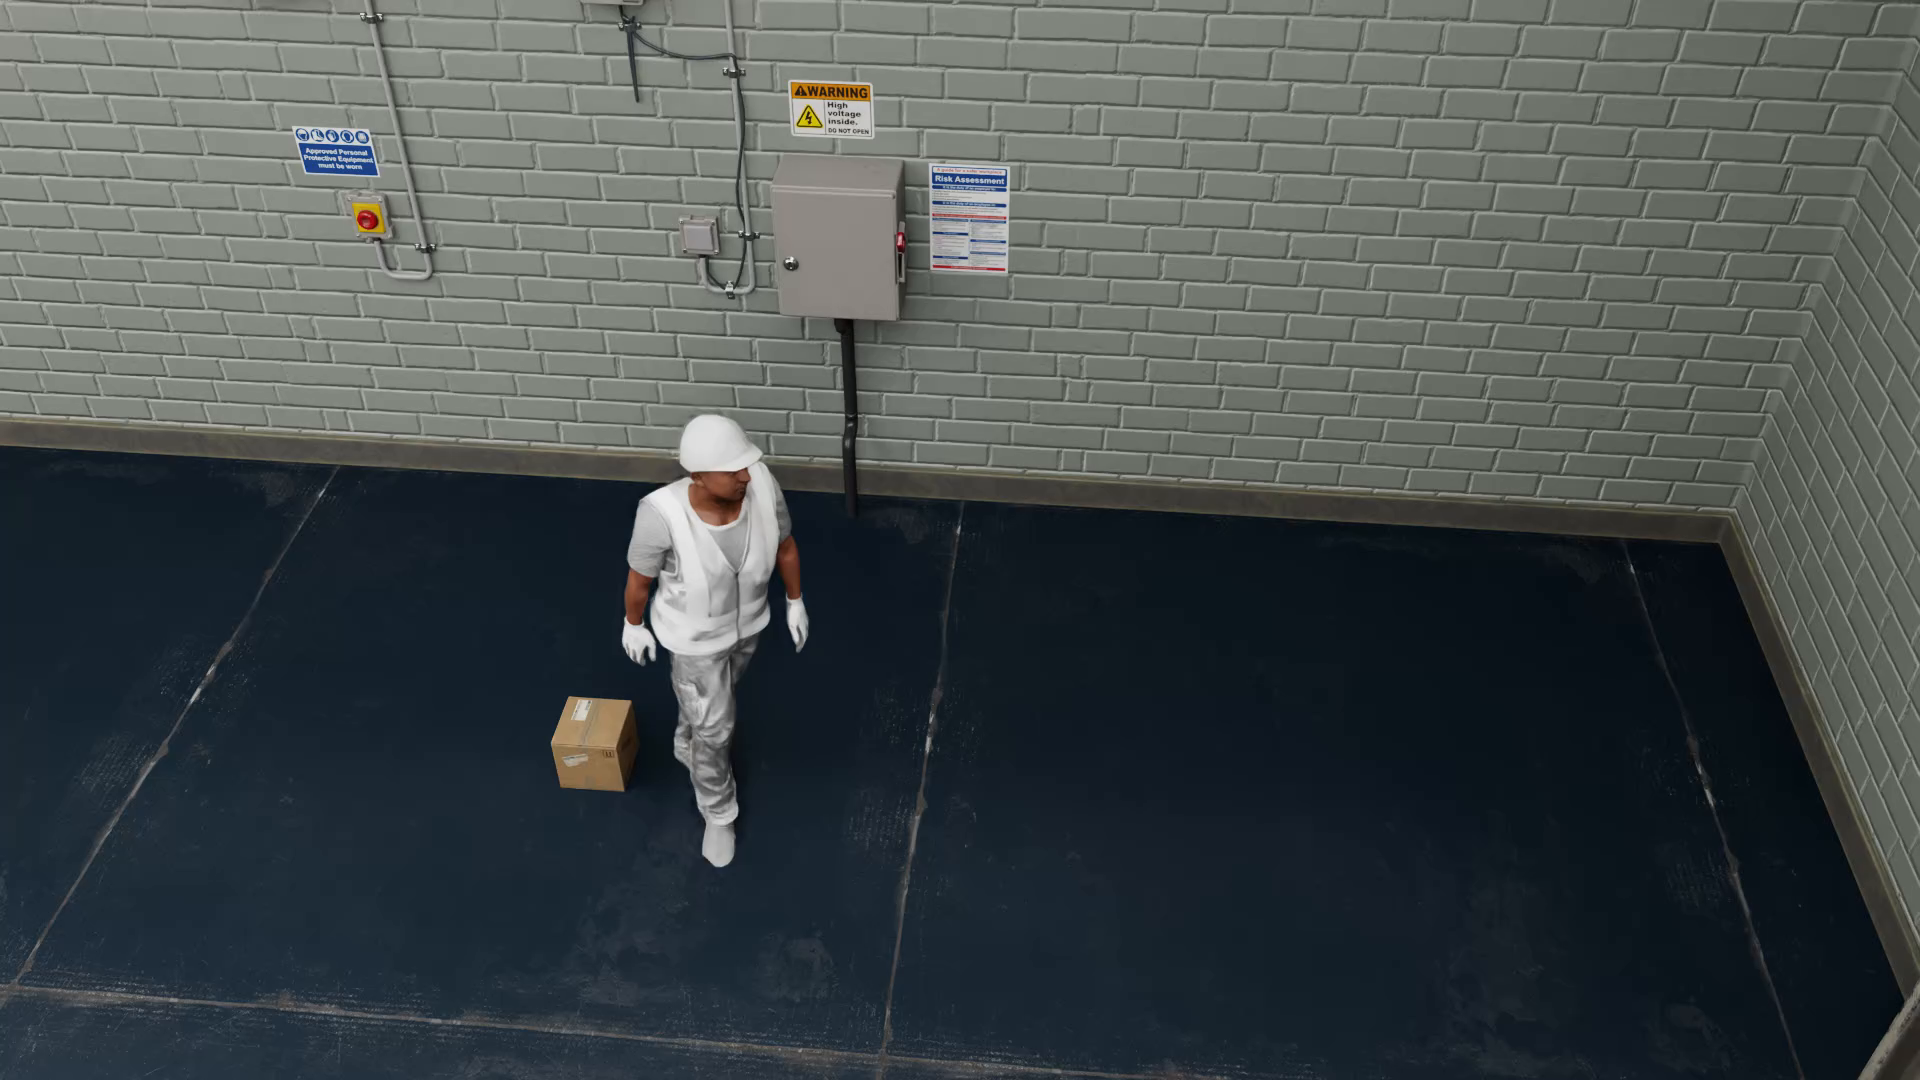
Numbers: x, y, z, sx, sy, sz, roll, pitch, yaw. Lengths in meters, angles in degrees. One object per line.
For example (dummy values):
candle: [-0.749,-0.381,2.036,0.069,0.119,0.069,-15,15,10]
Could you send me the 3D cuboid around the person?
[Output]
person: [-0.870,0.282,5.822,0.585,1.840,0.562,-32,50,-33]
